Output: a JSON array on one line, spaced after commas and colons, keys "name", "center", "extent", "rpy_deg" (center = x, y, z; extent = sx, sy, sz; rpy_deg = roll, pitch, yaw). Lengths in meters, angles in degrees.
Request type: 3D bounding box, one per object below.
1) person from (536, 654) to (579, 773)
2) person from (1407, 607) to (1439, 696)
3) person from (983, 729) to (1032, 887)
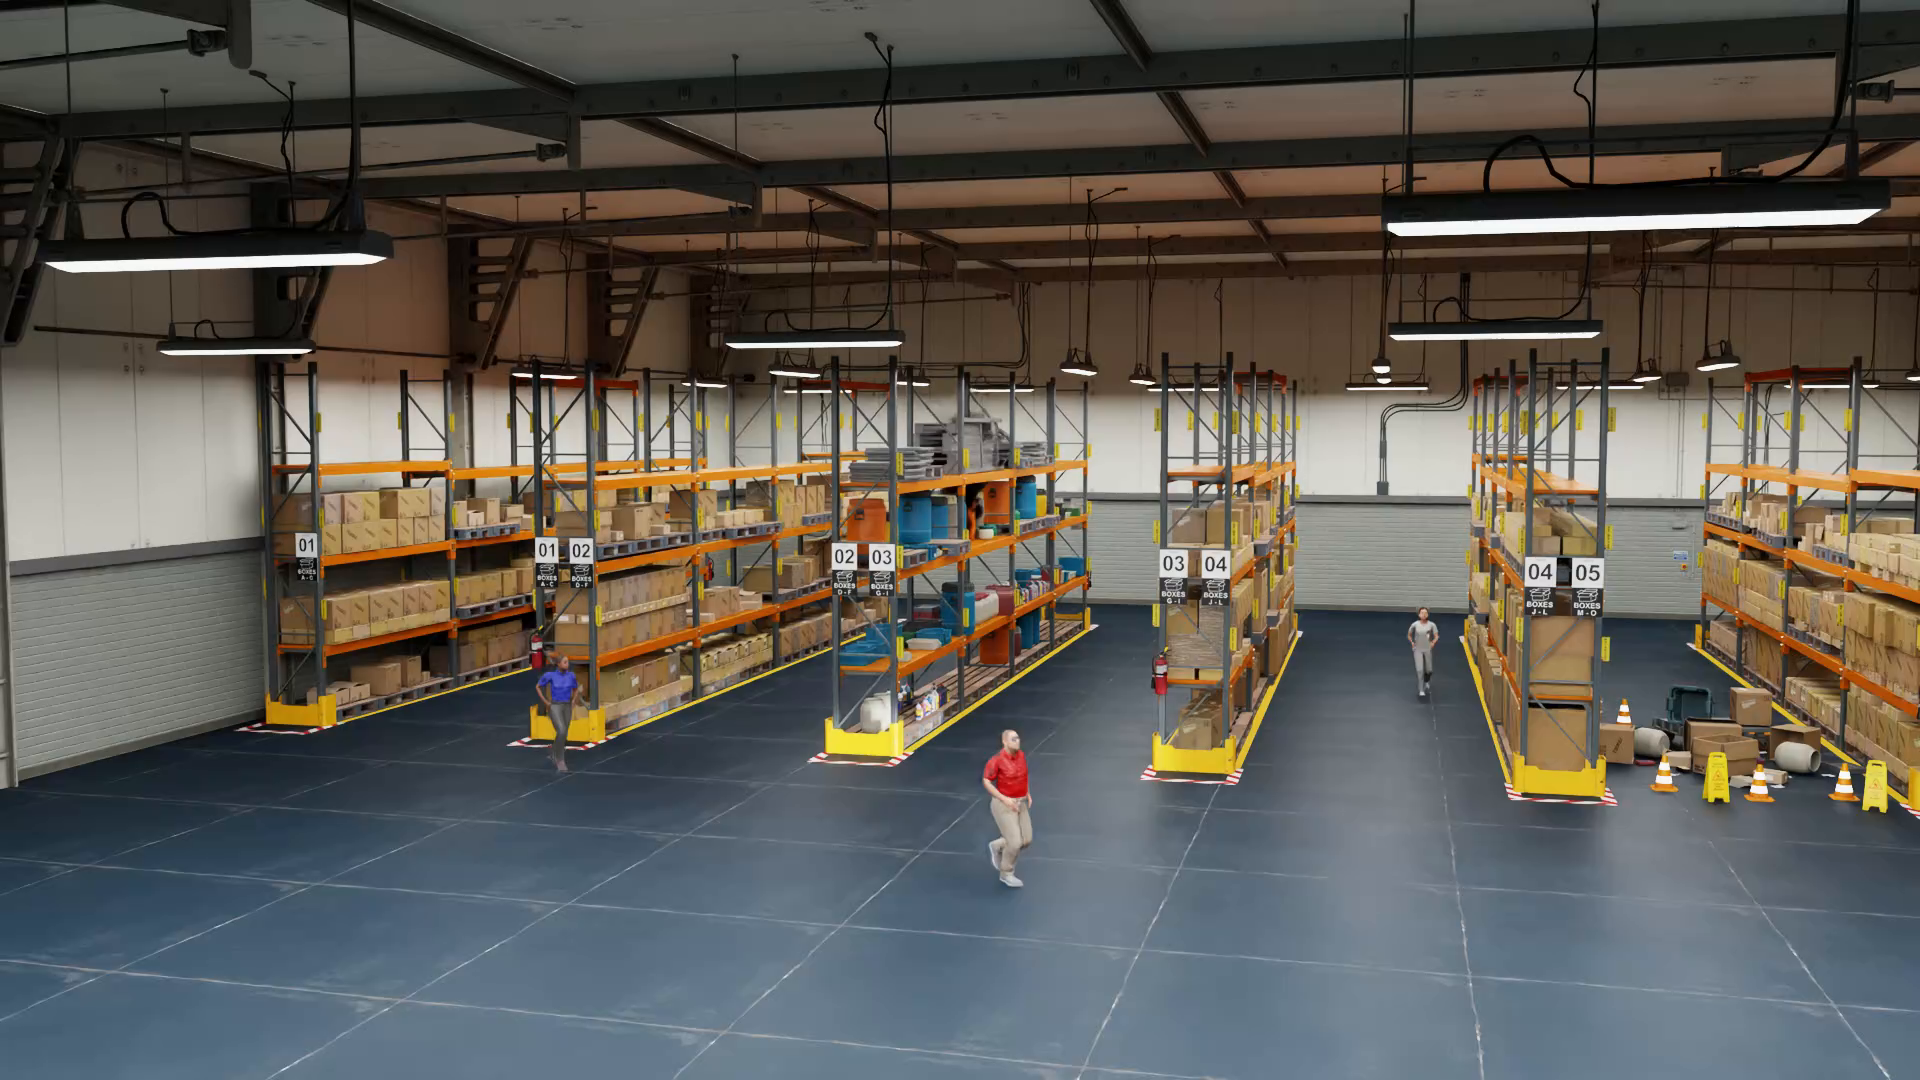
[{"name": "person", "center": [-5.802, 2.499, 24.123], "extent": [0.581, 1.697, 0.700], "rpy_deg": [-4, 5, -43]}, {"name": "person", "center": [8.511, 2.047, 30.592], "extent": [0.561, 1.597, 0.594], "rpy_deg": [1, 4, 14]}, {"name": "person", "center": [0.509, 2.892, 18.129], "extent": [0.599, 1.683, 0.695], "rpy_deg": [3, 5, 41]}]
